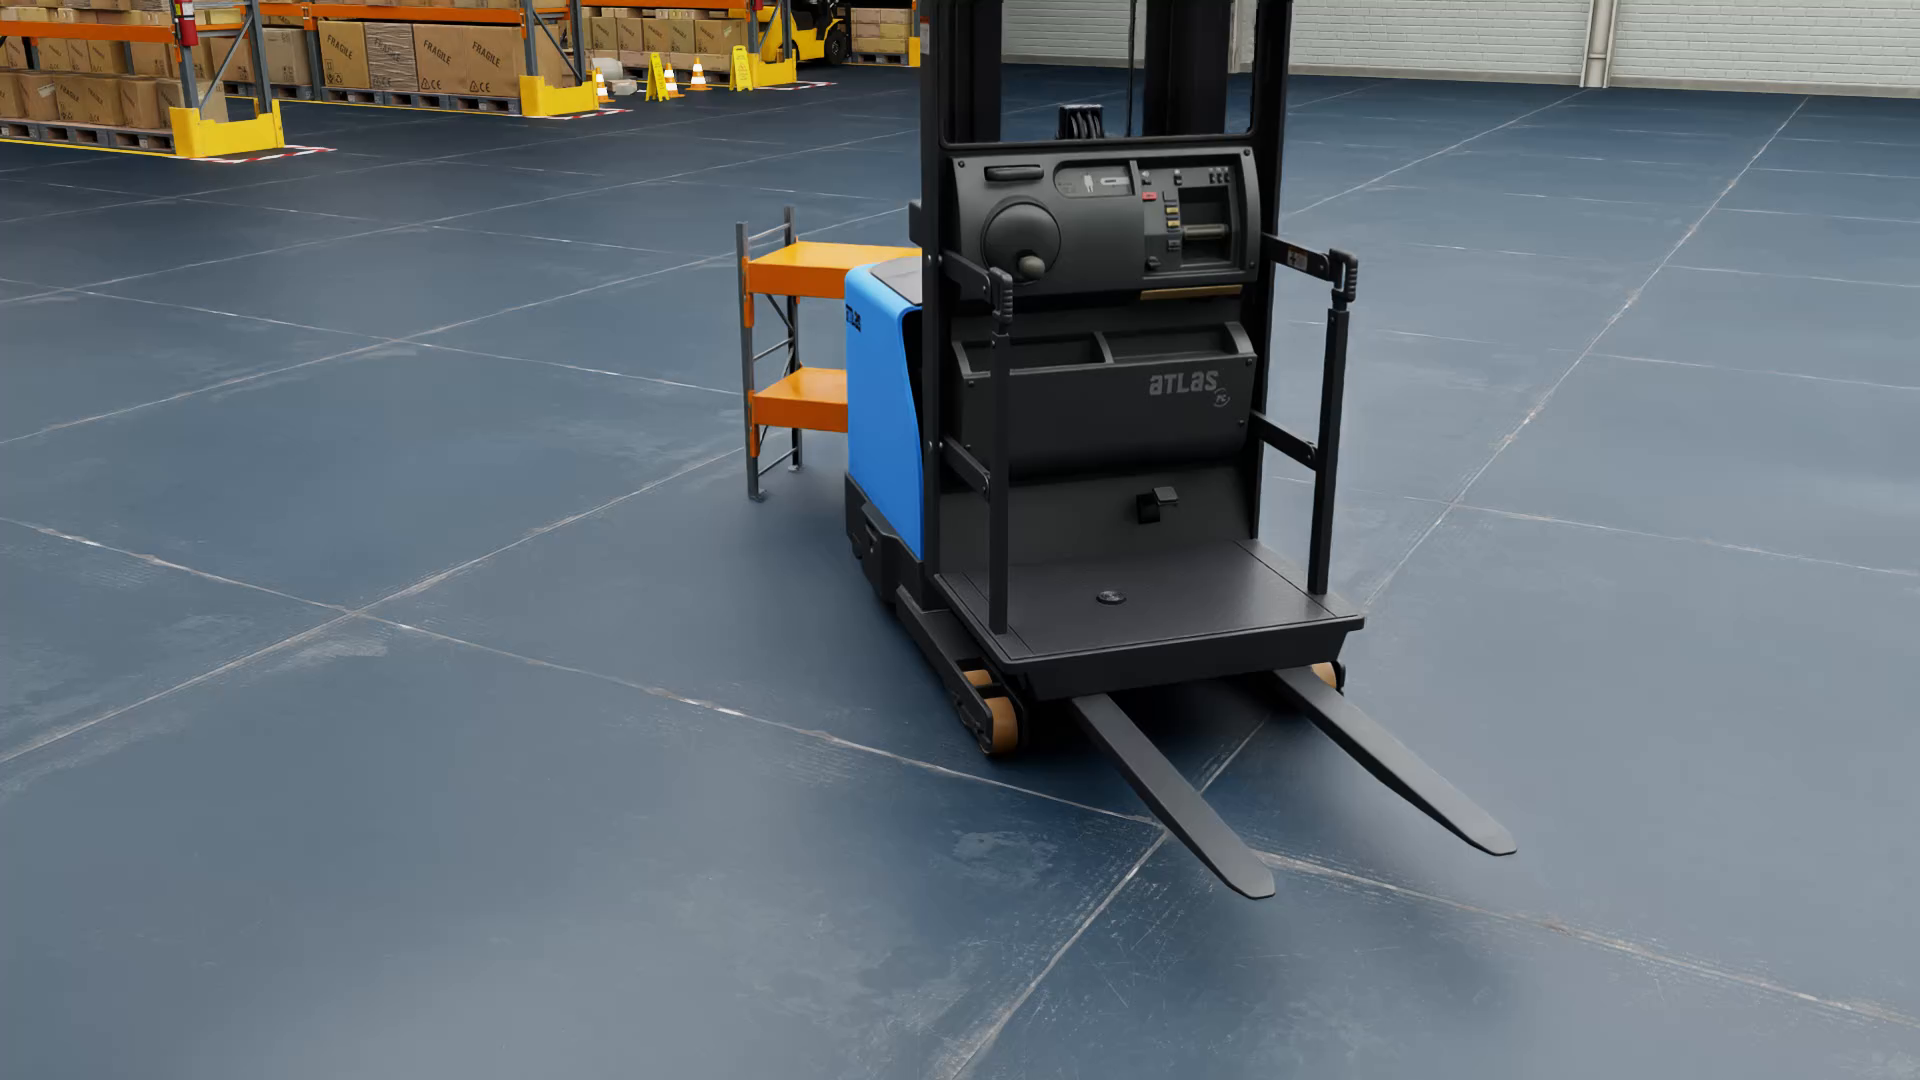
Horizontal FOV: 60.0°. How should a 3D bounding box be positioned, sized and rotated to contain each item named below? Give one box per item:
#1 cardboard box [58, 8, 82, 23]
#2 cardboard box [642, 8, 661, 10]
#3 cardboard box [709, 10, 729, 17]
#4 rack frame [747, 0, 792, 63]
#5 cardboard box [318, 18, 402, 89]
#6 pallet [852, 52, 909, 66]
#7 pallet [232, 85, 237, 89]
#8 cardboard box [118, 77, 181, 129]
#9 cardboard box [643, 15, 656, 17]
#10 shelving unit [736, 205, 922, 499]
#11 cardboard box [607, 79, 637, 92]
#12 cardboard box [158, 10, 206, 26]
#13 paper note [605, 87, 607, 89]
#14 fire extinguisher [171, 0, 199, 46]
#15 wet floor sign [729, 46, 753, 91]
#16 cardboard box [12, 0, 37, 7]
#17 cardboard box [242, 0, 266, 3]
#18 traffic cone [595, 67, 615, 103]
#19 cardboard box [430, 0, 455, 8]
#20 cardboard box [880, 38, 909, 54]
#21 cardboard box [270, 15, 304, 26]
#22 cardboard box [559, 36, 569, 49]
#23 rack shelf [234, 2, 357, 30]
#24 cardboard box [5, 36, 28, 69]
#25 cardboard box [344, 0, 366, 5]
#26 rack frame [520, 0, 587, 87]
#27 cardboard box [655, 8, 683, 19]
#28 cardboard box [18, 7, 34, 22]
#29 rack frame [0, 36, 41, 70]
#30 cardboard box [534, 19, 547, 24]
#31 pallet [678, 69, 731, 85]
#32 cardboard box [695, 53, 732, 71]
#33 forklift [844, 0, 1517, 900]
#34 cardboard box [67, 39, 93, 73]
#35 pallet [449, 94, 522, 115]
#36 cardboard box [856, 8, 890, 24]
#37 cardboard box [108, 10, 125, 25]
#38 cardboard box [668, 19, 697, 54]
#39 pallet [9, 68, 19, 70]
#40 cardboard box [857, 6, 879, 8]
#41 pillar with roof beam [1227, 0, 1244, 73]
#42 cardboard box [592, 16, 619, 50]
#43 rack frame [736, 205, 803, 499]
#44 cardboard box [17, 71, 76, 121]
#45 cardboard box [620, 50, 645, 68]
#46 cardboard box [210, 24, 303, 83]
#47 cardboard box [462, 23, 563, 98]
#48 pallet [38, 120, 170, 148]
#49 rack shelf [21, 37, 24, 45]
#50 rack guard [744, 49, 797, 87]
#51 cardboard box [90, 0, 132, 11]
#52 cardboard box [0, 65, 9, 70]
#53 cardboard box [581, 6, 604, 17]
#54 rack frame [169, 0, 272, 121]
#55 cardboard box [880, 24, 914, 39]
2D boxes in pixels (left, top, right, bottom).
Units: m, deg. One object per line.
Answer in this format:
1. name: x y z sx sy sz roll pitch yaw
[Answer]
1. cardboard box: -9.485 -5.669 17.964 0.250 0.149 0.380 11 23 27
2. cardboard box: -6.396 -10.209 32.978 0.625 0.625 0.875 12 23 29
3. cardboard box: -4.477 -9.842 31.964 0.625 0.625 0.875 12 23 30
4. rack frame: -2.941 -8.534 25.492 0.127 3.000 1.000 11 23 27
5. cardboard box: -8.244 -6.782 23.162 0.875 0.875 0.875 11 23 28
6. pallet: -1.212 -8.816 30.359 1.213 0.211 1.003 11 23 27
7. pallet: -11.600 -6.909 25.103 1.213 0.211 1.003 11 23 27
8. cardboard box: -8.850 -4.804 18.259 0.500 0.500 0.500 18 27 41
9. cardboard box: -4.895 -8.269 27.079 0.500 0.500 0.500 12 23 30
10. shelving unit: -0.297 -0.728 6.721 1.048 1.125 0.538 6 21 17
11. cardboard box: -5.070 -6.810 24.921 0.380 0.149 0.250 -11 23 -29
12. cardboard box: -8.124 -5.451 17.363 0.250 0.149 0.380 11 23 27
13. paper note: -5.406 -6.883 25.312 0.148 0.019 0.142 -16 26 -38
14. fire extinguisher: -7.899 -5.391 16.941 0.183 0.674 0.296 11 23 27
15. wet floor sign: -3.297 -7.077 24.928 0.267 0.644 0.232 -16 26 -38
16. cardboard box: -9.999 -6.195 18.463 0.500 0.500 0.875 11 23 27
17. cardboard box: -9.786 -7.847 23.451 0.500 0.500 0.500 11 22 27
18. traffic cone: -5.038 -6.362 23.224 0.334 0.463 0.336 11 23 27
19. cardboard box: -6.532 -7.377 22.084 0.550 0.550 0.875 11 23 27
20. cardboard box: -1.088 -8.901 29.920 0.500 0.250 0.500 11 23 28
21. cardboard box: -12.045 -9.501 30.658 0.875 0.875 0.875 12 23 29
22. cardboard box: -6.893 -8.247 27.940 0.625 0.372 0.950 11 23 28
23. rack shelf: -10.505 -7.703 24.256 4.000 0.370 1.077 11 23 27
24. cardboard box: -14.765 -7.772 26.441 0.500 0.500 0.500 12 23 30
25. cardboard box: -7.940 -7.636 22.798 0.550 0.550 0.875 11 23 27
26. rack frame: -5.267 -7.043 21.383 0.127 3.000 1.000 11 23 27
27. cardboard box: -4.568 -8.280 26.157 0.250 0.149 0.380 12 23 30
28. cardboard box: -10.122 -5.805 18.337 0.250 0.149 0.380 11 23 27
29. rack frame: -11.267 -6.249 19.192 0.127 3.000 1.000 11 23 27
30. cardboard box: -8.414 -10.457 33.845 0.500 0.500 0.500 10 22 26
31. pallet: -3.700 -7.381 26.403 1.213 0.211 1.003 11 23 27
32. cardboard box: -3.799 -7.497 26.050 0.500 0.250 0.500 11 23 27
33. forklift: 0.498 -0.923 4.612 1.130 2.935 3.031 -6 21 -16
34. cardboard box: -13.405 -7.515 25.733 0.500 0.500 0.500 12 23 29
35. pallet: -6.004 -5.842 22.161 1.213 0.211 1.003 11 23 27
36. cardboard box: -1.527 -9.454 29.978 0.500 0.250 0.500 11 23 28
37. cardboard box: -8.796 -5.565 17.677 0.250 0.149 0.380 11 23 27
38. cardboard box: -4.225 -7.932 26.151 0.500 0.500 0.500 12 23 29
39. pallet: -15.063 -7.599 27.004 1.213 0.211 1.003 11 23 27
40. cardboard box: -1.721 -9.691 30.634 0.500 0.250 0.500 11 22 27
41. pillar with roof beam: 2.446 -10.937 23.319 0.400 9.000 9.100 11 23 27
42. cardboard box: -5.577 -8.192 26.867 0.500 0.500 0.500 12 23 29
43. rack frame: -0.780 -0.782 6.870 0.032 1.125 0.500 6 21 17
44. cardboard box: -10.433 -5.100 19.075 0.500 0.500 0.500 -17 26 -39
45. cardboard box: -5.114 -7.752 26.754 0.500 0.250 0.500 10 22 27
46. cardboard box: -10.186 -7.086 24.185 0.750 0.750 1.050 11 23 27
47. cardboard box: -5.892 -6.335 21.930 0.875 0.875 0.875 11 23 28
48. pallet: -9.594 -4.634 18.831 1.213 0.211 1.003 11 23 27
49. rack shelf: -13.013 -6.243 20.232 4.000 0.370 1.077 11 23 27
50. rack guard: -3.008 -7.371 25.953 0.348 0.500 1.175 11 23 27
51. cardboard box: -8.736 -5.917 17.696 0.500 0.500 0.875 11 23 27
52. cardboard box: -11.792 -5.389 19.843 0.500 0.500 0.700 9 22 23
53. cardboard box: -5.970 -8.544 26.886 0.250 0.149 0.380 11 23 28
54. rack frame: -7.774 -5.583 17.359 0.127 3.000 1.000 11 23 27
55. cardboard box: -1.101 -9.140 29.846 0.500 0.250 0.500 10 22 27
